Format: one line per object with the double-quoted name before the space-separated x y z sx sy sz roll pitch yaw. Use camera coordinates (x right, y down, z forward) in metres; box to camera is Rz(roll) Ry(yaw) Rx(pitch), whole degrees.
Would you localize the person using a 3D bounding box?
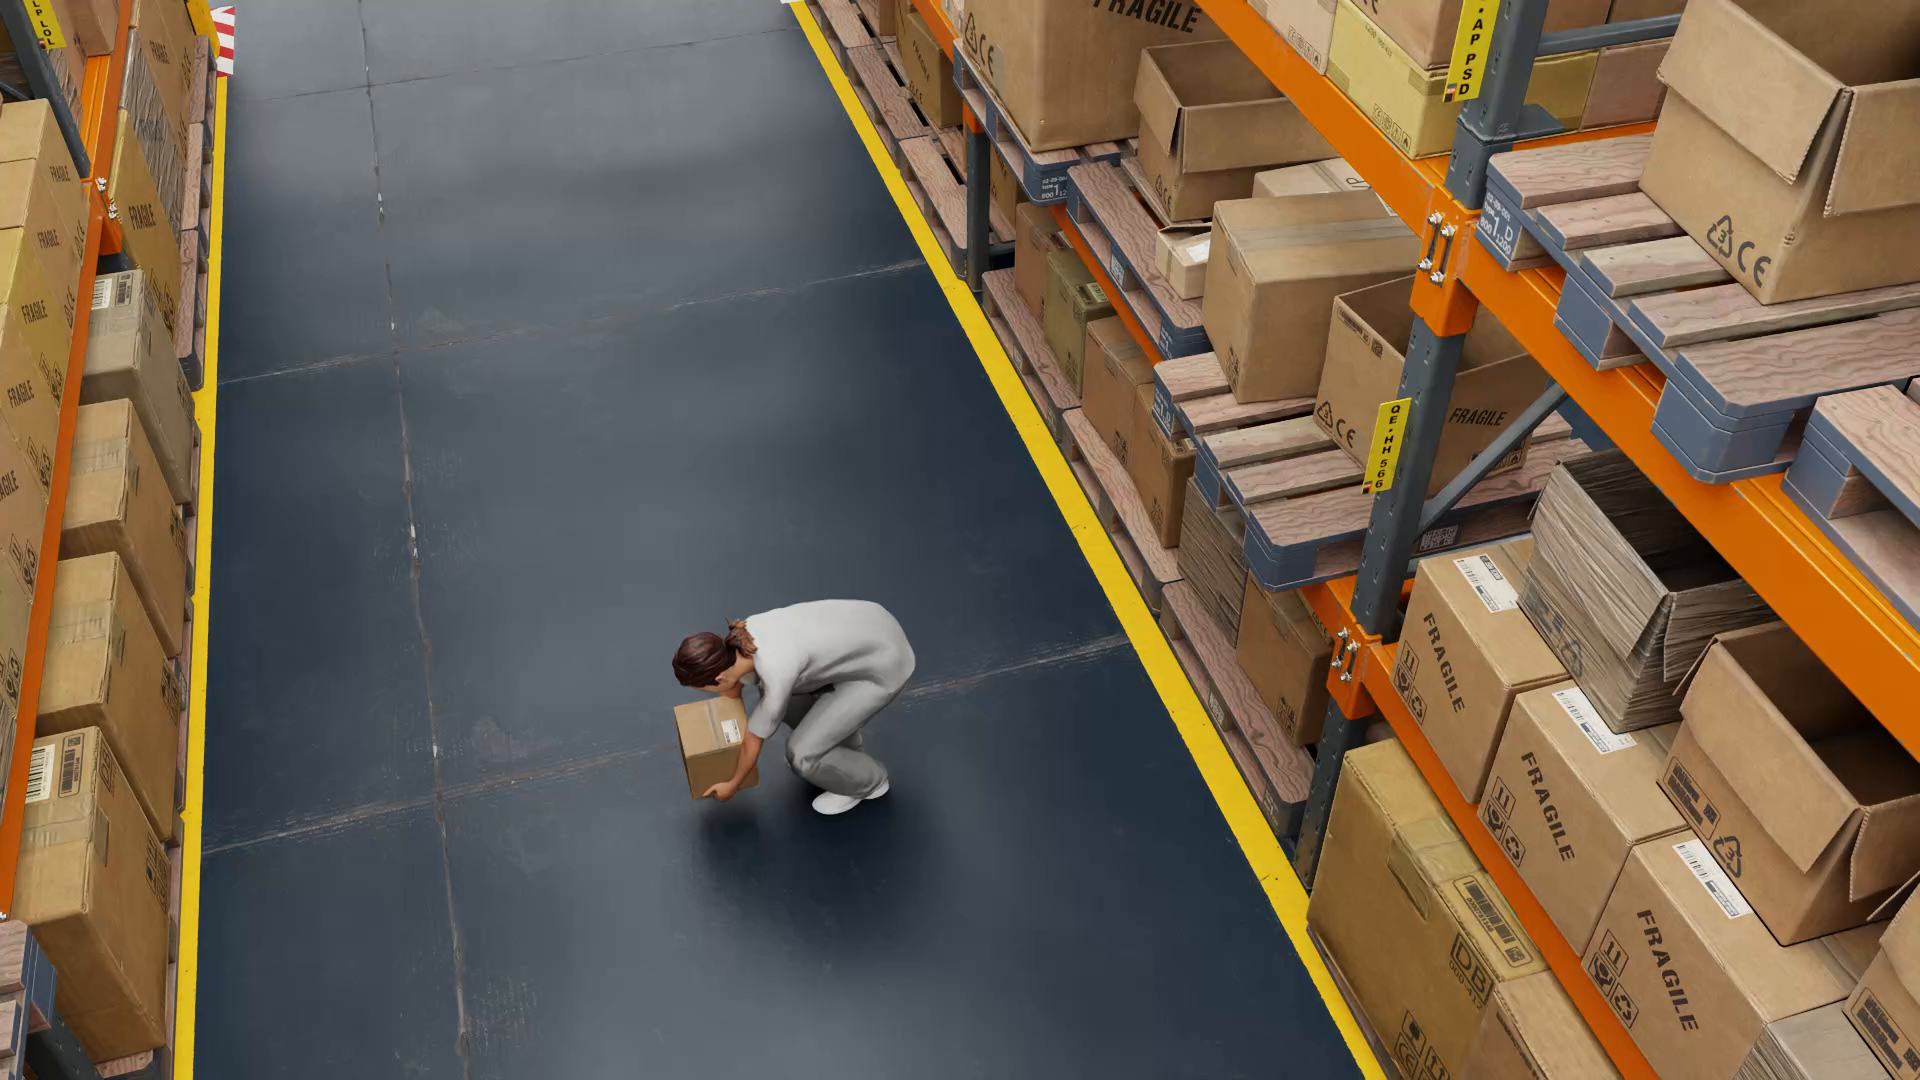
"person" -0.584 0.603 6.055 0.852 0.931 0.468 -14 44 -14
